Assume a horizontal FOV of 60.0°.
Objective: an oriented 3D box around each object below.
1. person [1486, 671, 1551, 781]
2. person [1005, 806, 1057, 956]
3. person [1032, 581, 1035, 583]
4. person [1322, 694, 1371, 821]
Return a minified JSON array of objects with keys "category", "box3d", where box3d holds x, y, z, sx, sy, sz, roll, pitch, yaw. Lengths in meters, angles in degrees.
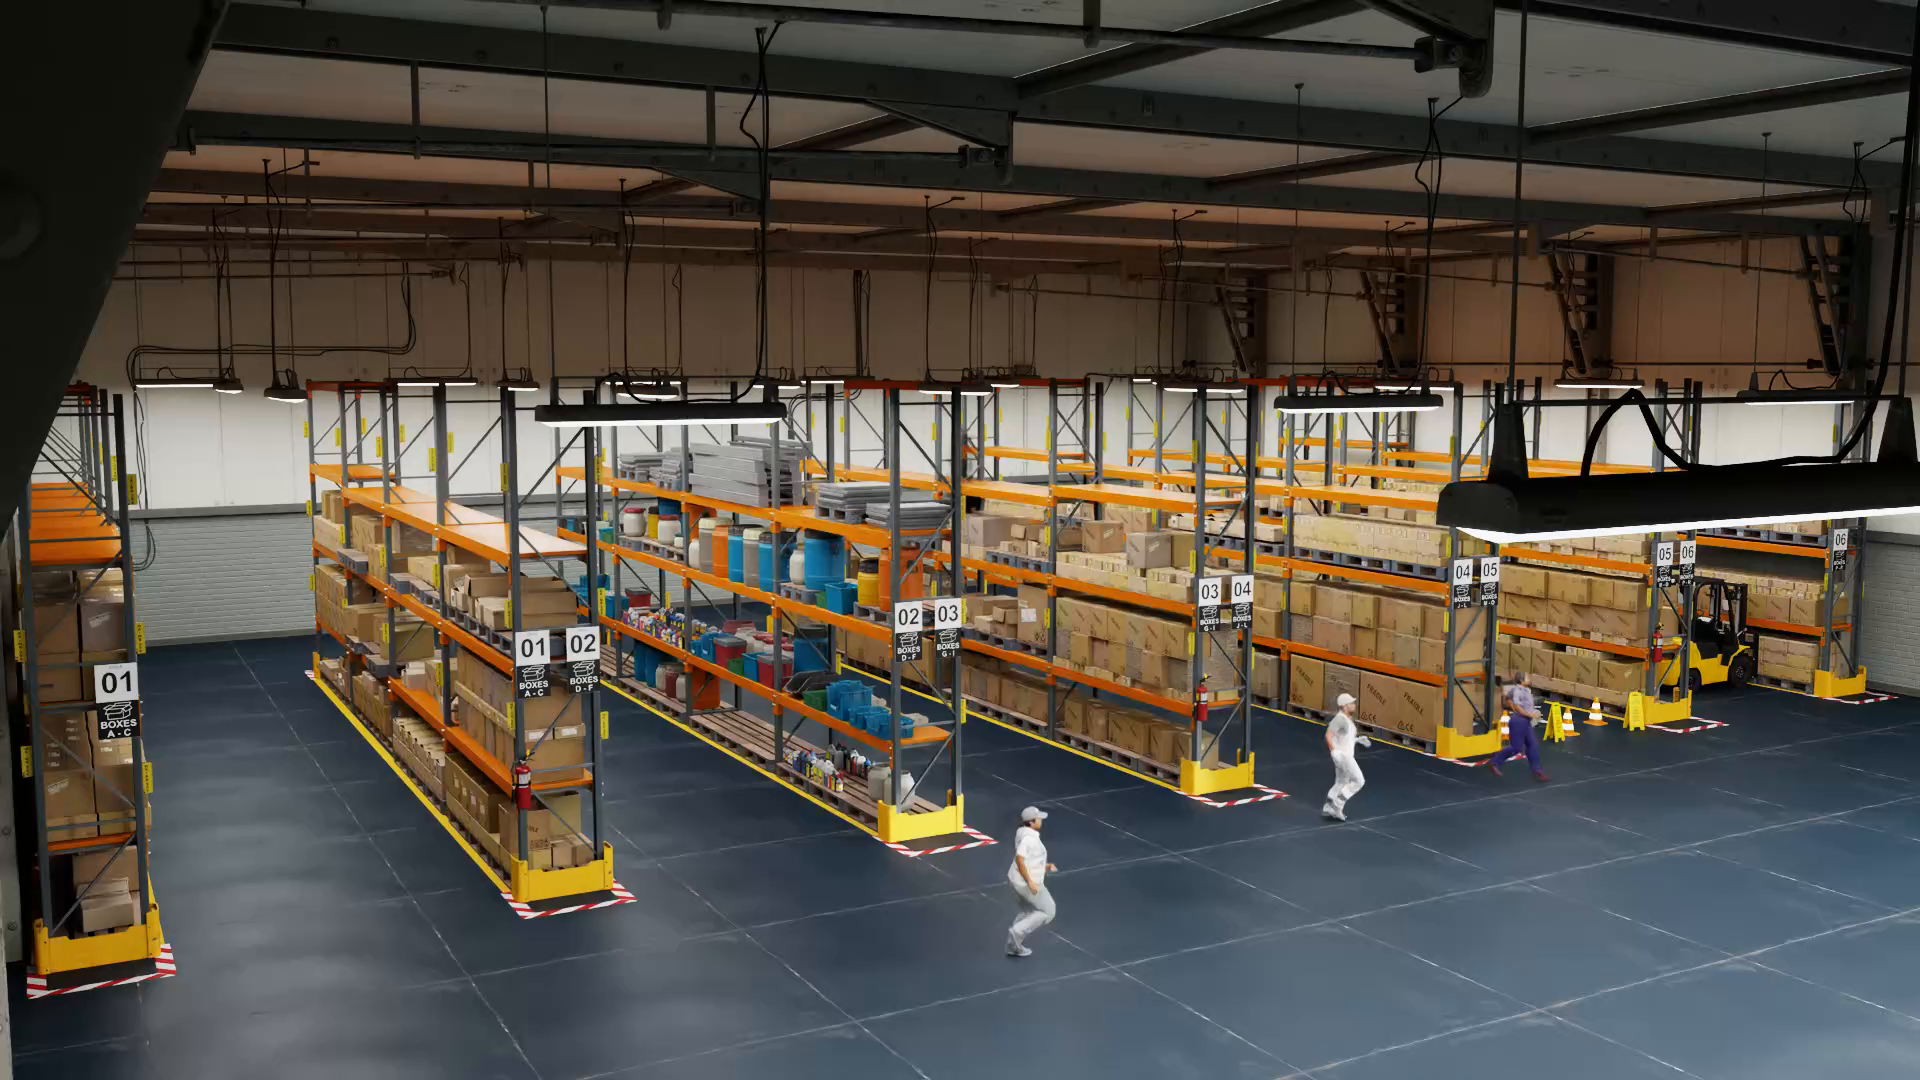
[{"category":"person","box3d":[8.540,2.822,25.338,0.954,1.649,0.648,2,7,21]},{"category":"person","box3d":[0.778,3.645,17.758,0.583,1.618,0.592,-1,6,-11]},{"category":"person","box3d":[1.676,1.594,35.244,0.574,1.687,0.667,-3,7,-23]},{"category":"person","box3d":[5.367,3.000,23.055,0.644,1.758,0.655,1,6,14]}]
